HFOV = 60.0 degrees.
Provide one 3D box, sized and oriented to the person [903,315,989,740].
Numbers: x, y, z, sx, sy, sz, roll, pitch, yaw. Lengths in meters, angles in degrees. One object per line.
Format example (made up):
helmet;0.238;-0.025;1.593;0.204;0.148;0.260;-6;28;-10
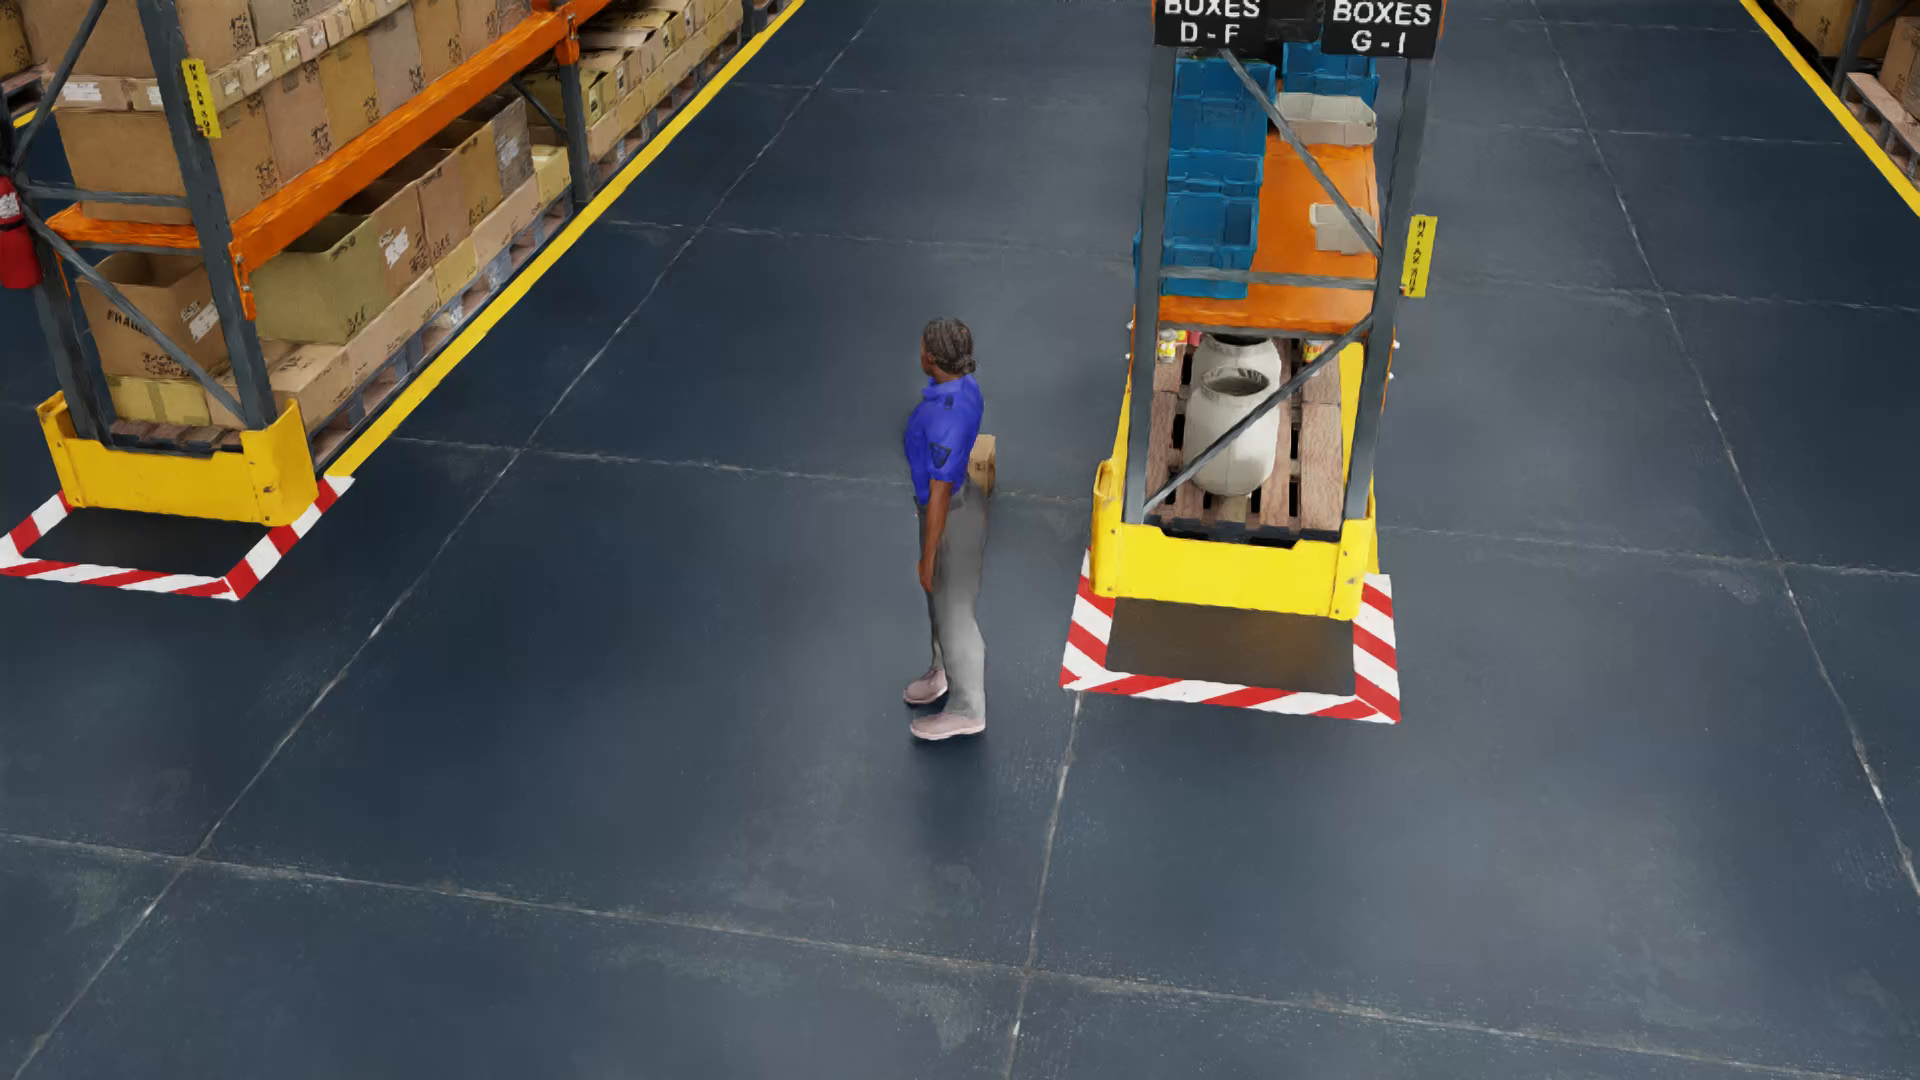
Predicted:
person;-0.059;-0.046;6.193;0.338;1.666;0.508;1;33;2
